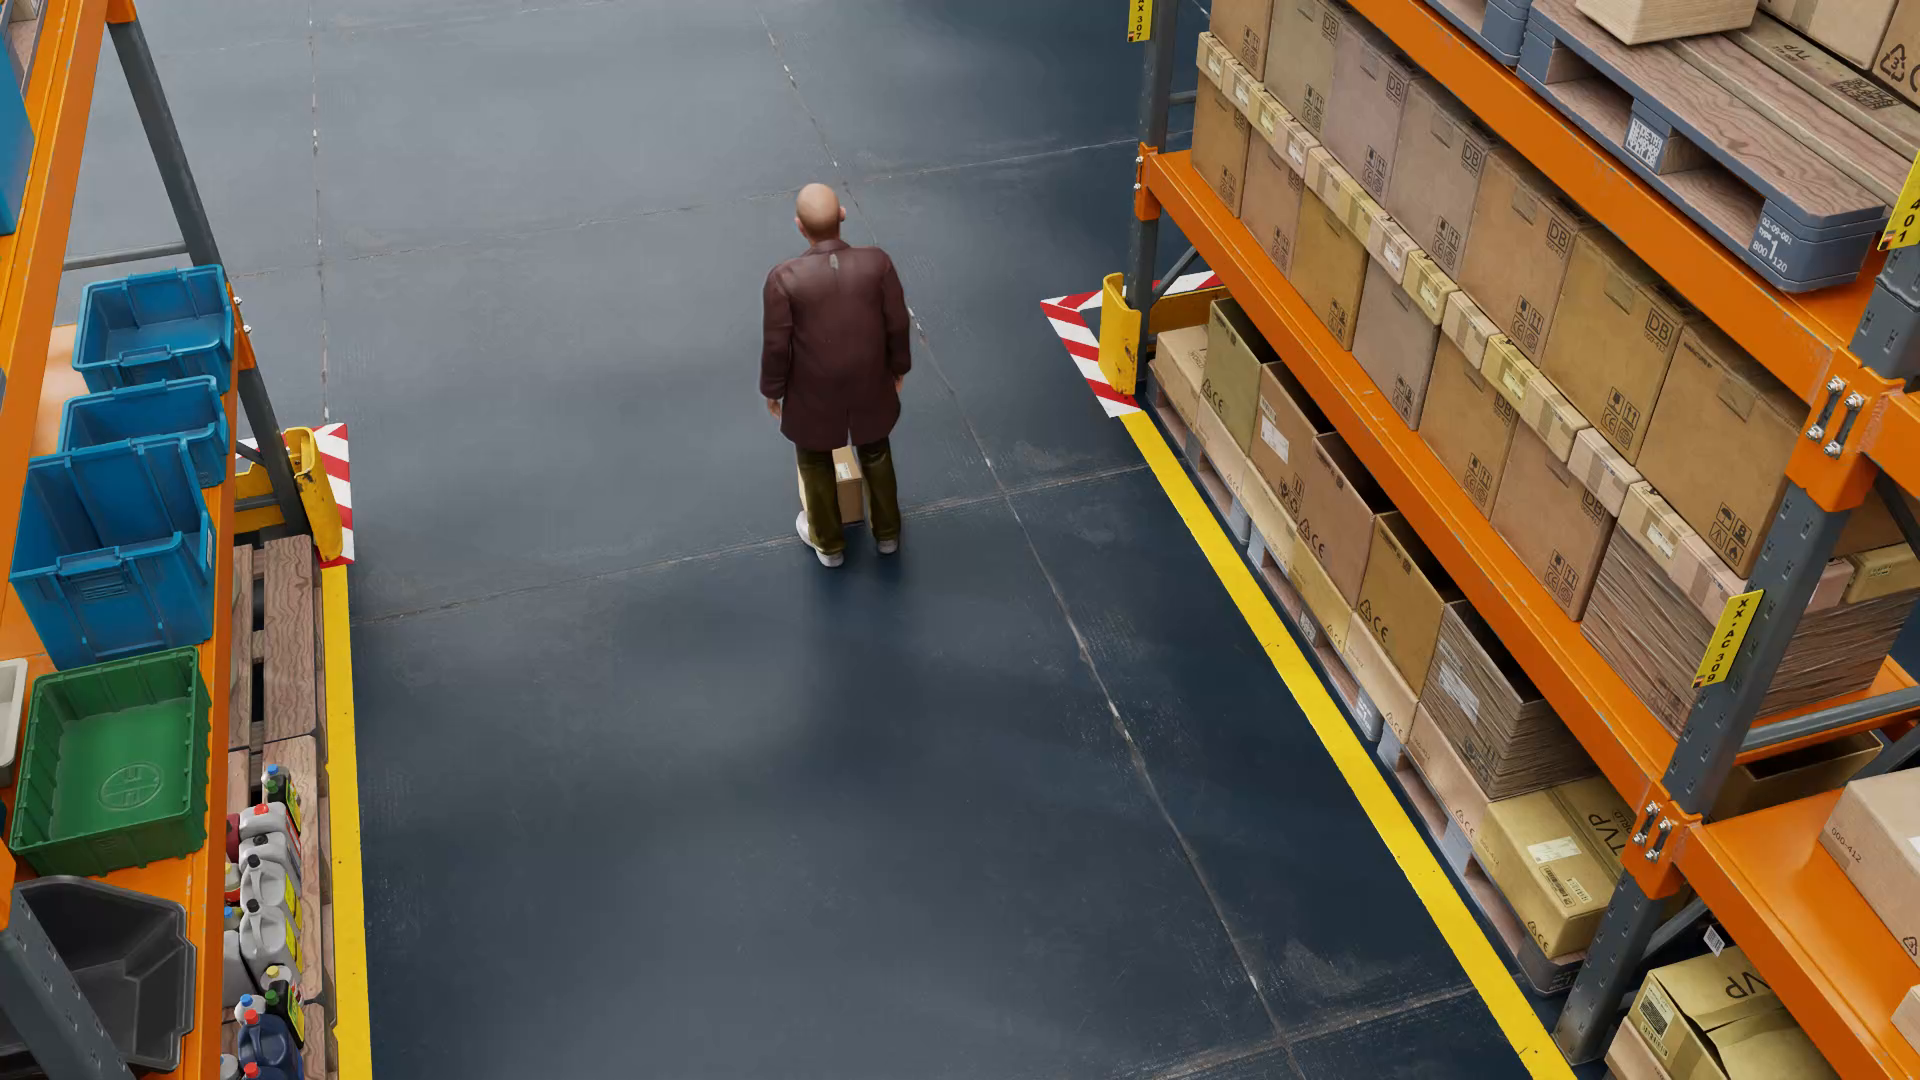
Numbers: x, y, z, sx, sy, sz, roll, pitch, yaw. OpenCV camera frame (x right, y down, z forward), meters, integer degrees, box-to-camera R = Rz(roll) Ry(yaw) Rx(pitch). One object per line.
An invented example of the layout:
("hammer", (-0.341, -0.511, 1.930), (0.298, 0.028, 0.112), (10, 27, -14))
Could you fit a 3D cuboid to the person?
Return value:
("person", (-0.510, -0.658, 6.910), (0.644, 1.774, 0.420), (-12, 43, -13))
